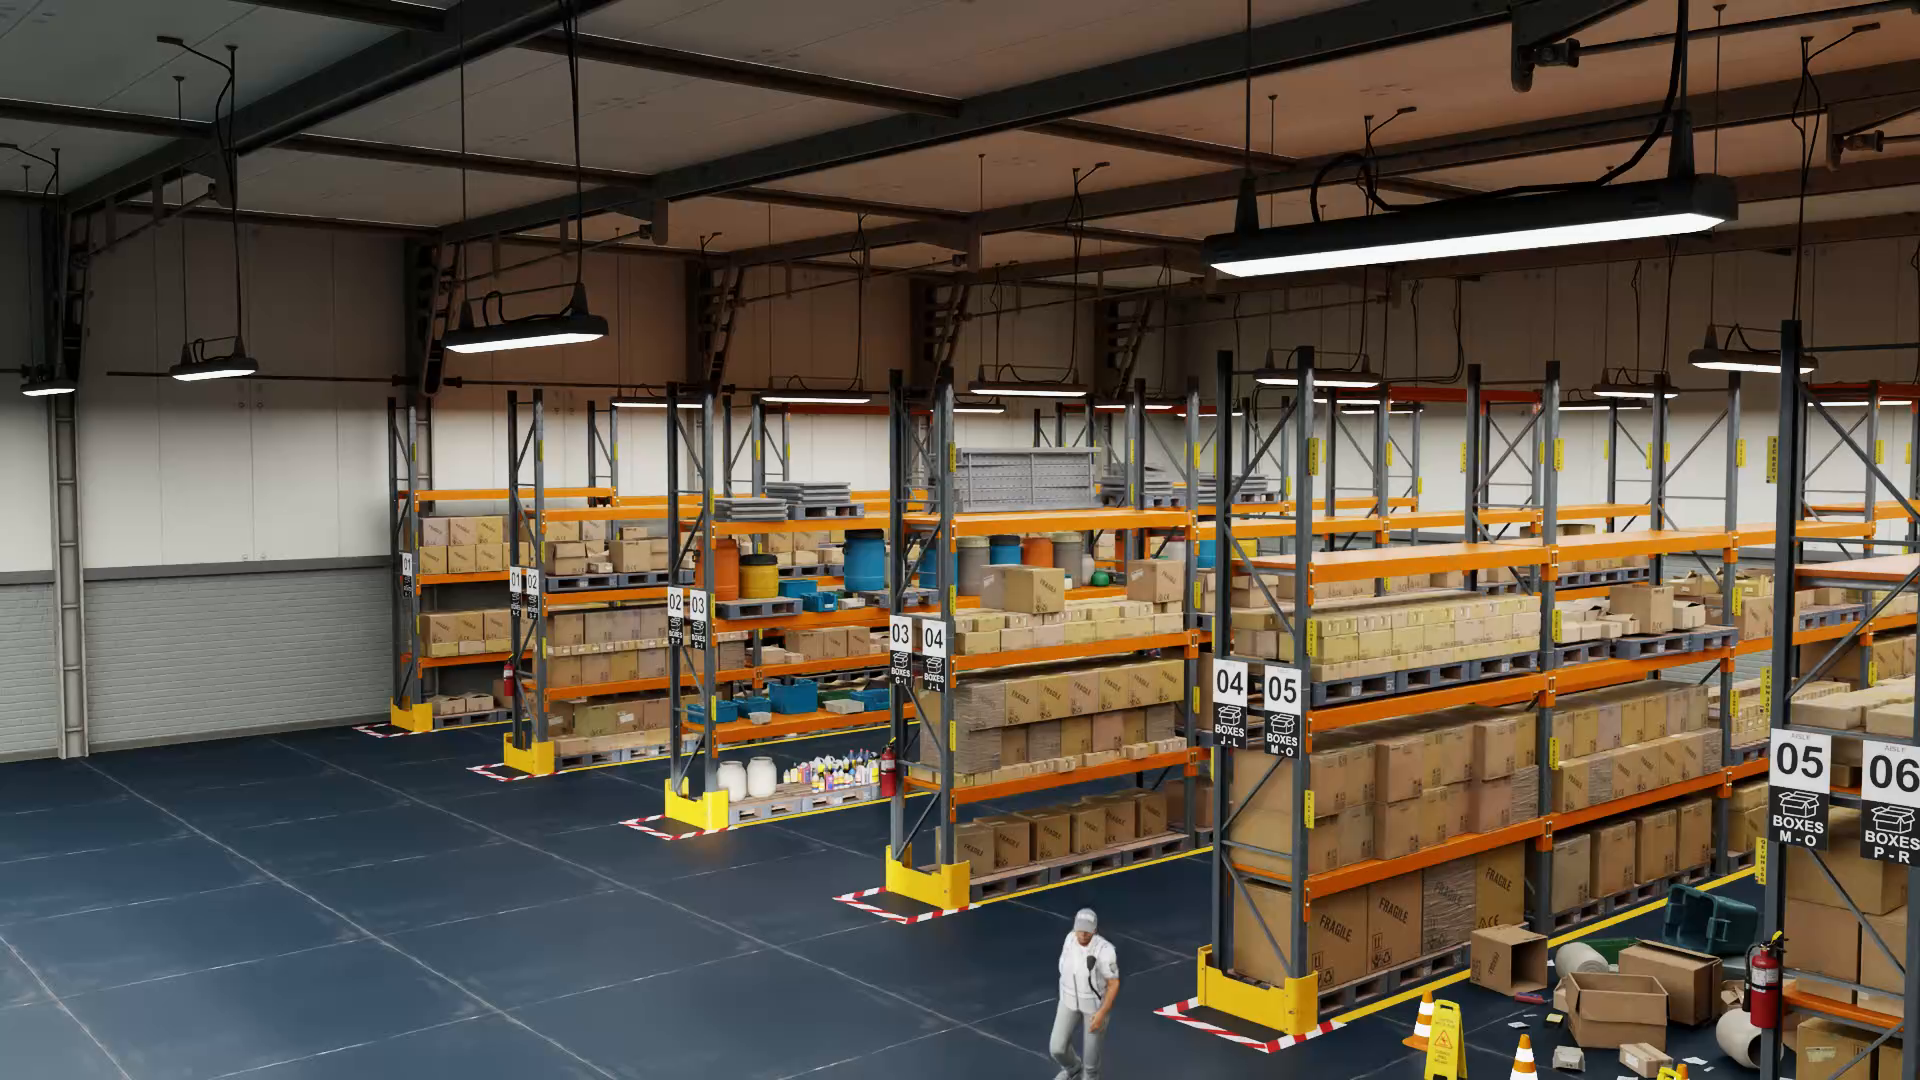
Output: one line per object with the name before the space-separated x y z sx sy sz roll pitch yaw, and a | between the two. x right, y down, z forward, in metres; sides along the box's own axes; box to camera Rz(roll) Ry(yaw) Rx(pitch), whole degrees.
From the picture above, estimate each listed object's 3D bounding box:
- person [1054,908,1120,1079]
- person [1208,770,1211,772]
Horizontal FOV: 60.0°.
person | 0.978 3.606 12.906 0.617 1.604 0.677 2 4 25
person | 3.491 2.894 24.278 0.766 1.735 0.734 0 3 -5
